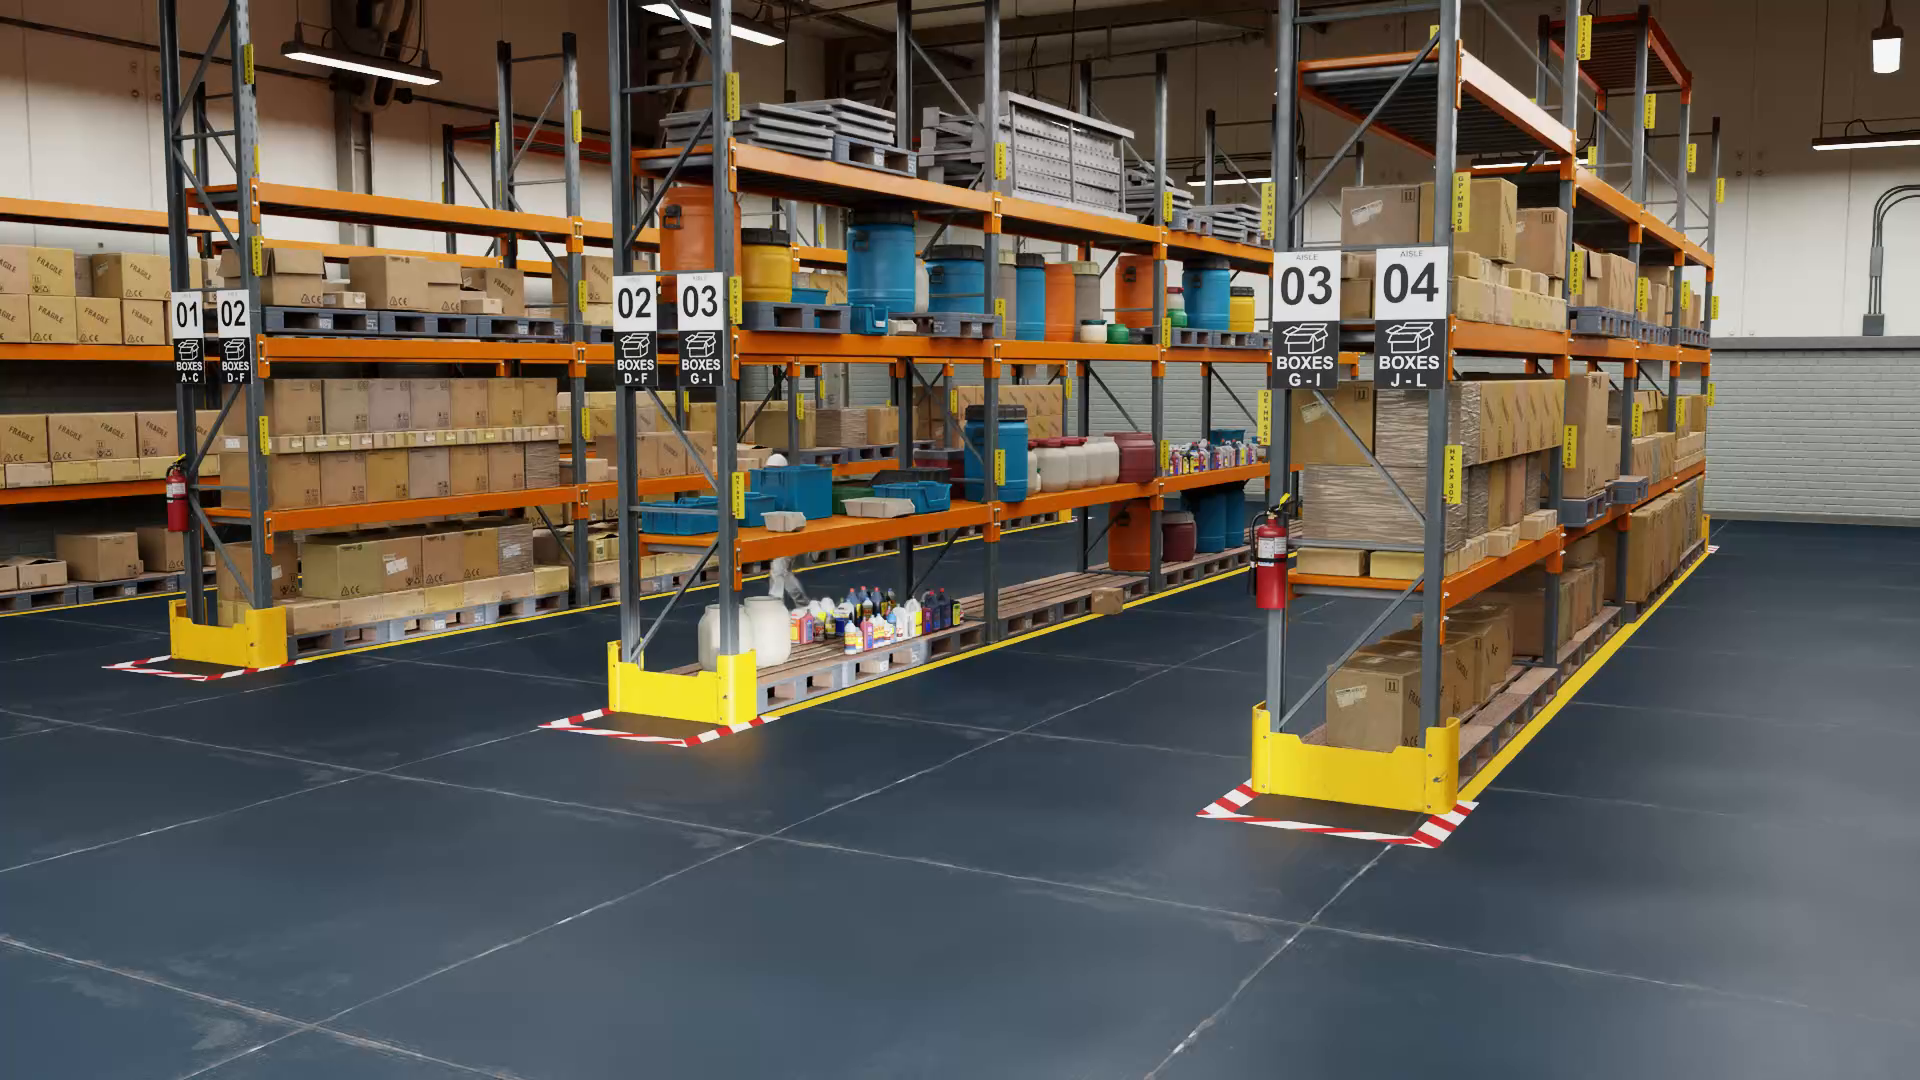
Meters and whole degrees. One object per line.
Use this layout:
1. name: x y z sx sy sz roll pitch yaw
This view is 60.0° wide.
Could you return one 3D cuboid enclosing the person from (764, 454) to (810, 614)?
1. person: -1.738 0.013 16.170 0.613 1.709 1.162 3 7 31
